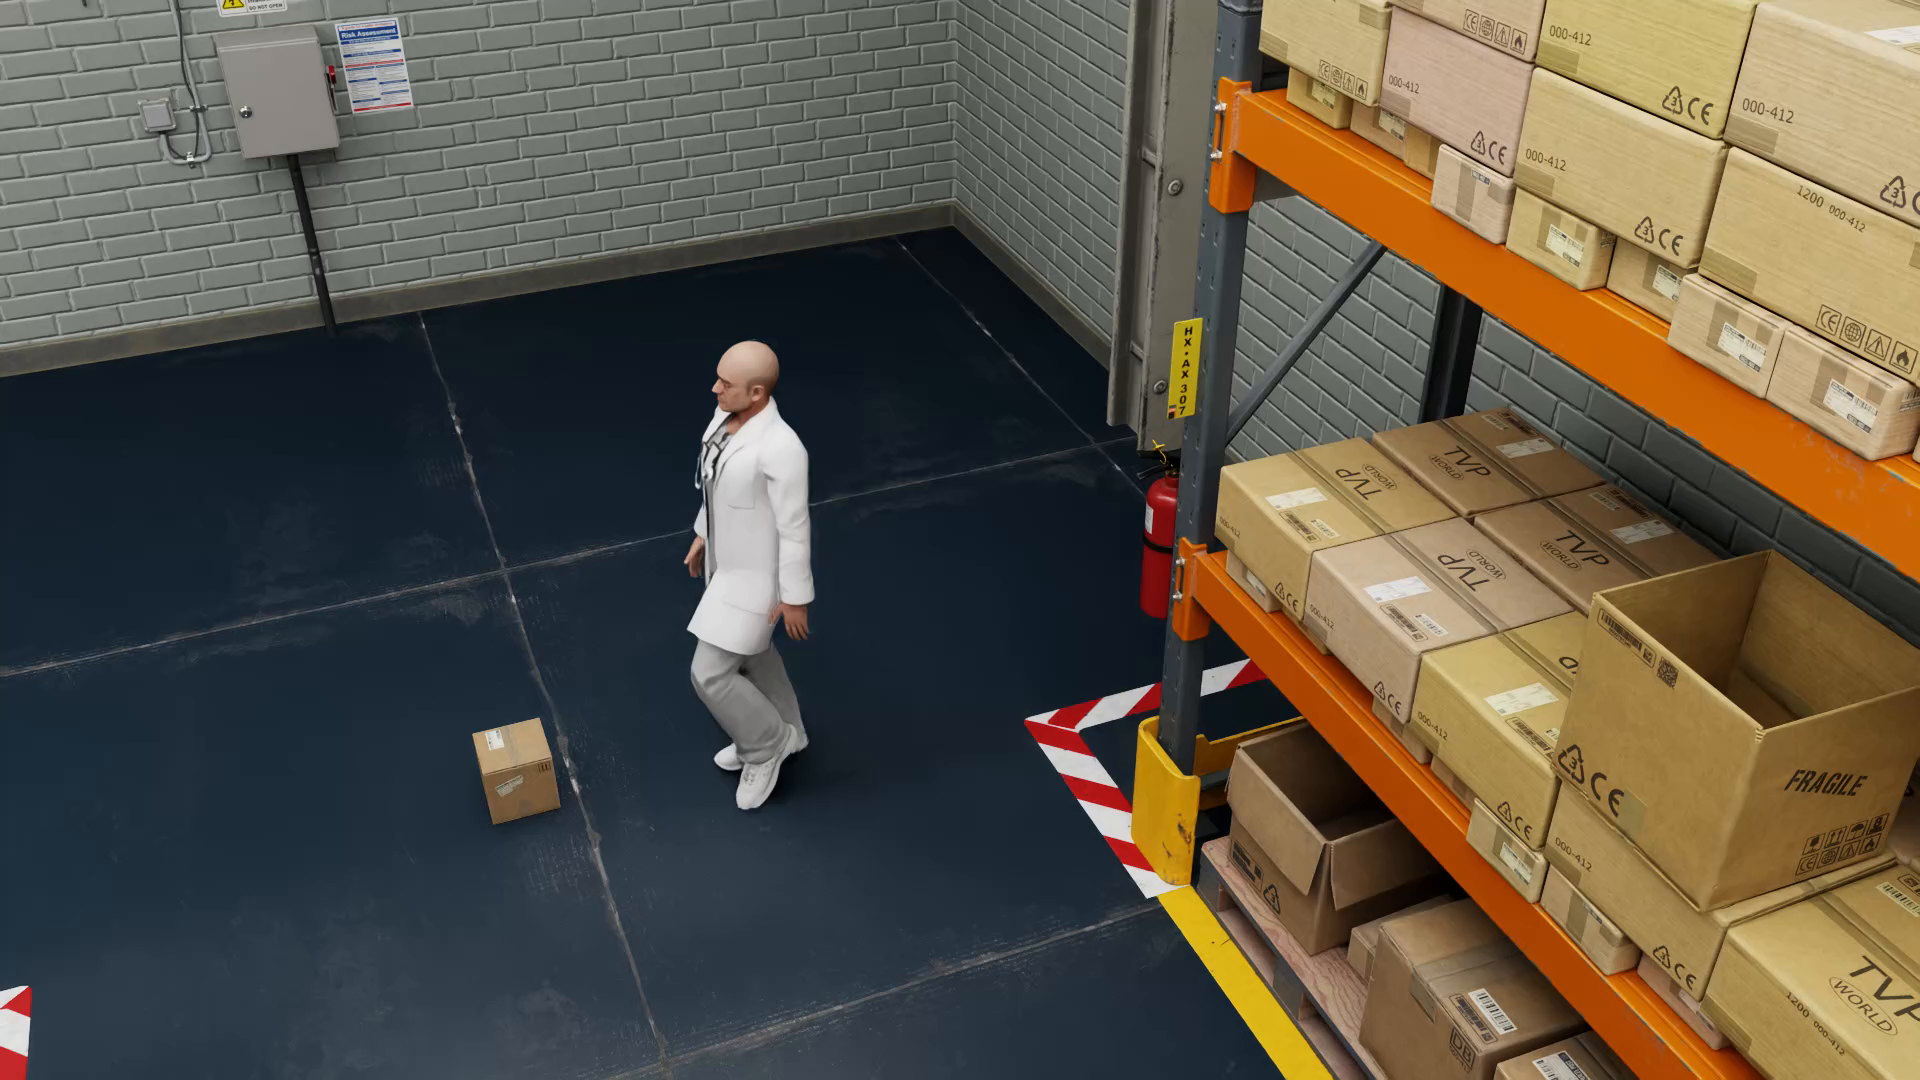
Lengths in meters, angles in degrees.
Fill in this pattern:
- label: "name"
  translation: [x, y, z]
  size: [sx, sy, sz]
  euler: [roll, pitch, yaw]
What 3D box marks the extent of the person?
- label: "person"
  translation: [-0.801, 0.134, 5.957]
  size: [0.467, 1.817, 0.646]
  euler: [-13, 35, -20]
